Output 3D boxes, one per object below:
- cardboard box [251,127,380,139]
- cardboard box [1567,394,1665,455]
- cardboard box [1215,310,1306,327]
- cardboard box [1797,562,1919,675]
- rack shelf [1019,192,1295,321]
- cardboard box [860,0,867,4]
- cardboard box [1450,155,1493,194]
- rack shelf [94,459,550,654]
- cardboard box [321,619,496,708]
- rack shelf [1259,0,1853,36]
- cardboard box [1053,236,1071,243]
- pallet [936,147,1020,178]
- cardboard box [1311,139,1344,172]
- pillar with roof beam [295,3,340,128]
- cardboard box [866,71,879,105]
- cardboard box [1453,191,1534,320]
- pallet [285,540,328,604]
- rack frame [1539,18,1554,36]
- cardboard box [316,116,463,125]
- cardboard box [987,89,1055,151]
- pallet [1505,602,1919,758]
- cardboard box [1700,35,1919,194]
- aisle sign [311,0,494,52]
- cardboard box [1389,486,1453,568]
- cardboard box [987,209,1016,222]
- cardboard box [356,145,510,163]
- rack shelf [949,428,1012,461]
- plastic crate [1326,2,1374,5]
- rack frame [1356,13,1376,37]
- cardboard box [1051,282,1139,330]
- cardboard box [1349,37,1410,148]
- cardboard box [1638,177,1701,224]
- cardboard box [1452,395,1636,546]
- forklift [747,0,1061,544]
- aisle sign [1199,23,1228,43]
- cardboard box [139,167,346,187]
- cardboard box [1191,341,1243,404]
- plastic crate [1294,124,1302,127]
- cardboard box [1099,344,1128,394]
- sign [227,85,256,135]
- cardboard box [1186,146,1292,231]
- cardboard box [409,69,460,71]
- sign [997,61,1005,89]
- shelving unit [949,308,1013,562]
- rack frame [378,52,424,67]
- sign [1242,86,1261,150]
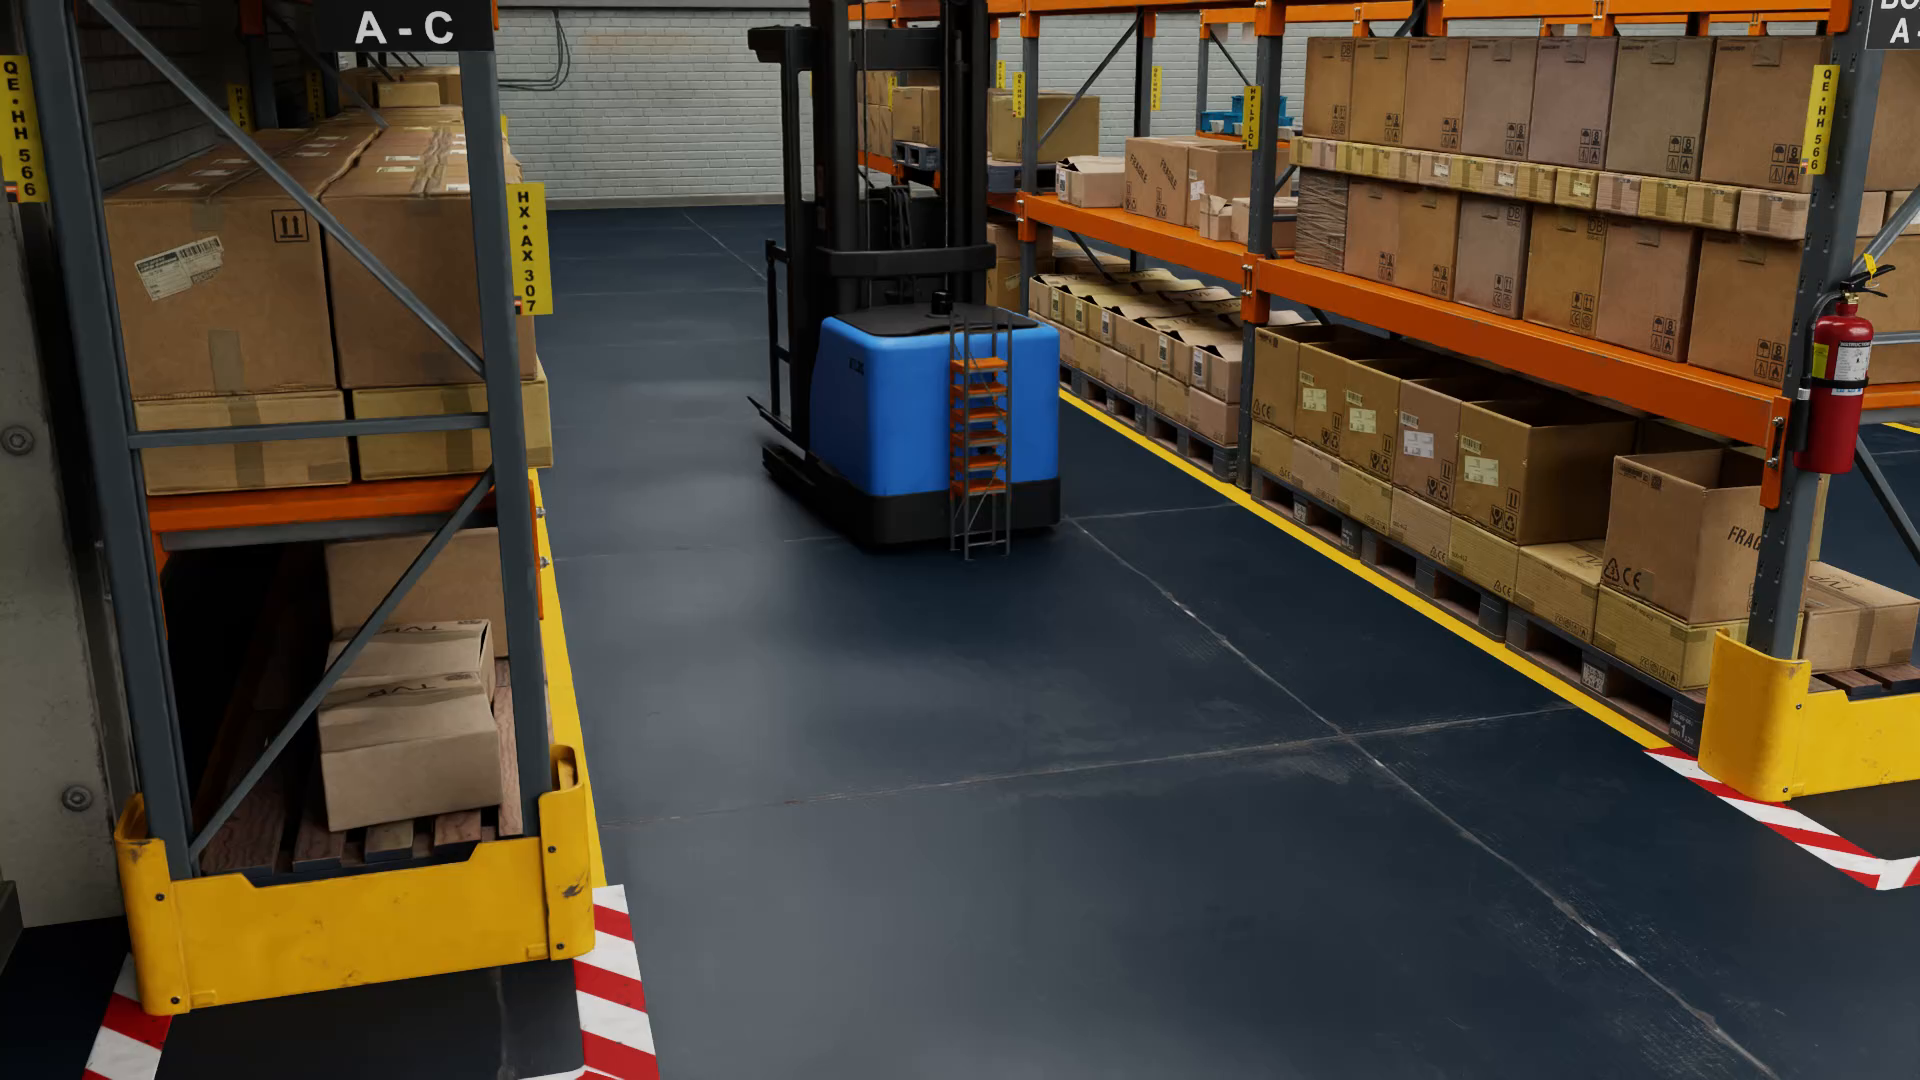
[{"bbox_3d":[-2.768,-1.523,7.229,0.500,0.500,0.500,-5,17,-17],"label":"cardboard box"},{"bbox_3d":[2.942,-0.343,7.127,0.500,0.500,0.500,-5,17,-15],"label":"cardboard box"},{"bbox_3d":[1.915,-1.334,10.753,0.500,0.311,0.500,-5,18,-17],"label":"cardboard box"},{"bbox_3d":[3.231,0.291,6.318,0.500,0.250,0.500,-5,17,-15],"label":"cardboard box"},{"bbox_3d":[1.516,-1.974,11.059,1.077,0.370,4.000,-5,17,-15],"label":"rack shelf"},{"bbox_3d":[-0.796,-5.733,17.370,0.500,0.250,0.500,-5,17,-15],"label":"cardboard box"},{"bbox_3d":[2.382,-1.606,7.282,0.380,0.149,0.250,-5,17,-16],"label":"cardboard box"},{"bbox_3d":[-2.147,-0.474,6.068,1.077,0.370,4.000,-5,17,-15],"label":"rack shelf"},{"bbox_3d":[-1.858,0.455,5.632,0.500,0.311,0.500,-3,17,-11],"label":"cardboard box"},{"bbox_3d":[2.615,-2.304,6.944,1.077,0.370,4.000,-5,17,-15],"label":"rack shelf"},{"bbox_3d":[0.685,-2.461,15.011,0.500,0.500,0.500,-5,18,-17],"label":"cardboard box"},{"bbox_3d":[0.427,-3.317,14.614,1.003,0.211,1.213,-5,17,-15],"label":"pallet"},{"bbox_3d":[2.022,-1.964,8.476,0.380,0.149,0.250,-4,17,-14],"label":"cardboard box"},{"bbox_3d":[-1.780,-6.924,15.860,9.100,9.000,0.400,-5,17,-15],"label":"pillar with roof beam"},{"bbox_3d":[-0.665,-4.765,17.191,0.500,0.500,0.500,-5,17,-16],"label":"cardboard box"},{"bbox_3d":[2.620,-1.265,7.274,0.700,0.500,0.500,-4,17,-14],"label":"cardboard box"},{"bbox_3d":[-2.478,0.146,7.598,1.003,0.211,1.213,-5,17,-15],"label":"pallet"},{"bbox_3d":[8.293,-5.866,22.768,1.000,3.000,0.127,-5,17,-15],"label":"rack frame"},{"bbox_3d":[-3.161,-2.109,9.321,0.700,0.500,0.500,-2,17,-8],"label":"cardboard box"},{"bbox_3d":[0.412,-3.743,14.795,0.700,0.500,0.500,-10,19,-29],"label":"cardboard box"},{"bbox_3d":[2.914,0.469,6.524,1.003,0.211,1.213,-5,17,-15],"label":"pallet"},{"bbox_3d":[3.034,-1.472,5.711,0.700,0.500,0.500,-5,17,-15],"label":"cardboard box"},{"bbox_3d":[-1.289,-1.515,3.762,0.394,0.787,0.004,-5,17,-15],"label":"aisle sign"},{"bbox_3d":[2.309,-0.082,7.559,0.500,0.250,0.500,-5,17,-15],"label":"cardboard box"},{"bbox_3d":[0.179,-2.782,14.777,0.500,0.250,0.500,-5,17,-16],"label":"cardboard box"},{"bbox_3d":[-1.855,-1.141,5.960,0.500,0.500,0.500,-4,17,-14],"label":"cardboard box"},{"bbox_3d":[0.099,-0.464,8.065,0.258,0.103,0.180,-7,18,-21],"label":"rack shelf"},{"bbox_3d":[4.223,-5.797,17.690,0.450,0.188,0.662,-5,17,-15],"label":"plastic crate"},{"bbox_3d":[4.630,-4.368,17.781,1.000,3.000,0.127,-5,17,-15],"label":"rack frame"},{"bbox_3d":[0.980,-1.711,12.010,0.500,0.311,0.500,-5,17,-17],"label":"cardboard box"},{"bbox_3d":[2.333,-2.172,8.041,0.700,0.500,0.500,-5,17,-15],"label":"cardboard box"},{"bbox_3d":[2.733,-1.251,6.100,0.380,0.149,0.250,-5,17,-16],"label":"cardboard box"},{"bbox_3d":[2.442,-0.302,6.990,0.500,0.500,0.500,-5,17,-15],"label":"cardboard box"},{"bbox_3d":[-0.505,-1.766,9.237,1.130,2.935,3.031,-7,18,-21],"label":"forklift"},{"bbox_3d":[3.226,-6.716,21.078,0.394,0.787,0.004,-5,17,-15],"label":"aisle sign"},{"bbox_3d":[-2.060,-0.816,4.878,0.500,0.500,0.500,-4,17,-15],"label":"cardboard box"},{"bbox_3d":[1.678,-1.007,9.666,0.500,0.311,0.500,-5,17,-15],"label":"cardboard box"},{"bbox_3d":[4.194,-4.929,20.002,0.298,0.136,0.250,-5,17,-15],"label":"plastic crate"},{"bbox_3d":[1.256,-1.163,11.160,0.500,0.250,0.500,-4,17,-14],"label":"cardboard box"},{"bbox_3d":[-3.229,-1.882,7.490,0.100,0.325,0.005,-5,17,-15],"label":"sign"},{"bbox_3d":[1.725,-2.172,10.296,0.500,0.500,0.500,-3,17,-11],"label":"cardboard box"},{"bbox_3d":[-4.109,-3.611,13.230,0.500,0.250,0.500,-5,17,-16],"label":"cardboard box"},{"bbox_3d":[0.399,-4.577,16.463,0.100,0.325,0.005,-5,17,-15],"label":"sign"},{"bbox_3d":[0.099,-0.506,8.052,0.258,1.200,0.189,-7,18,-21],"label":"shelving unit"},{"bbox_3d":[-5.995,-4.692,18.857,1.000,3.000,0.127,-5,17,-15],"label":"rack frame"},{"bbox_3d":[1.546,-2.236,8.807,0.100,0.325,0.005,-5,17,-15],"label":"sign"}]
